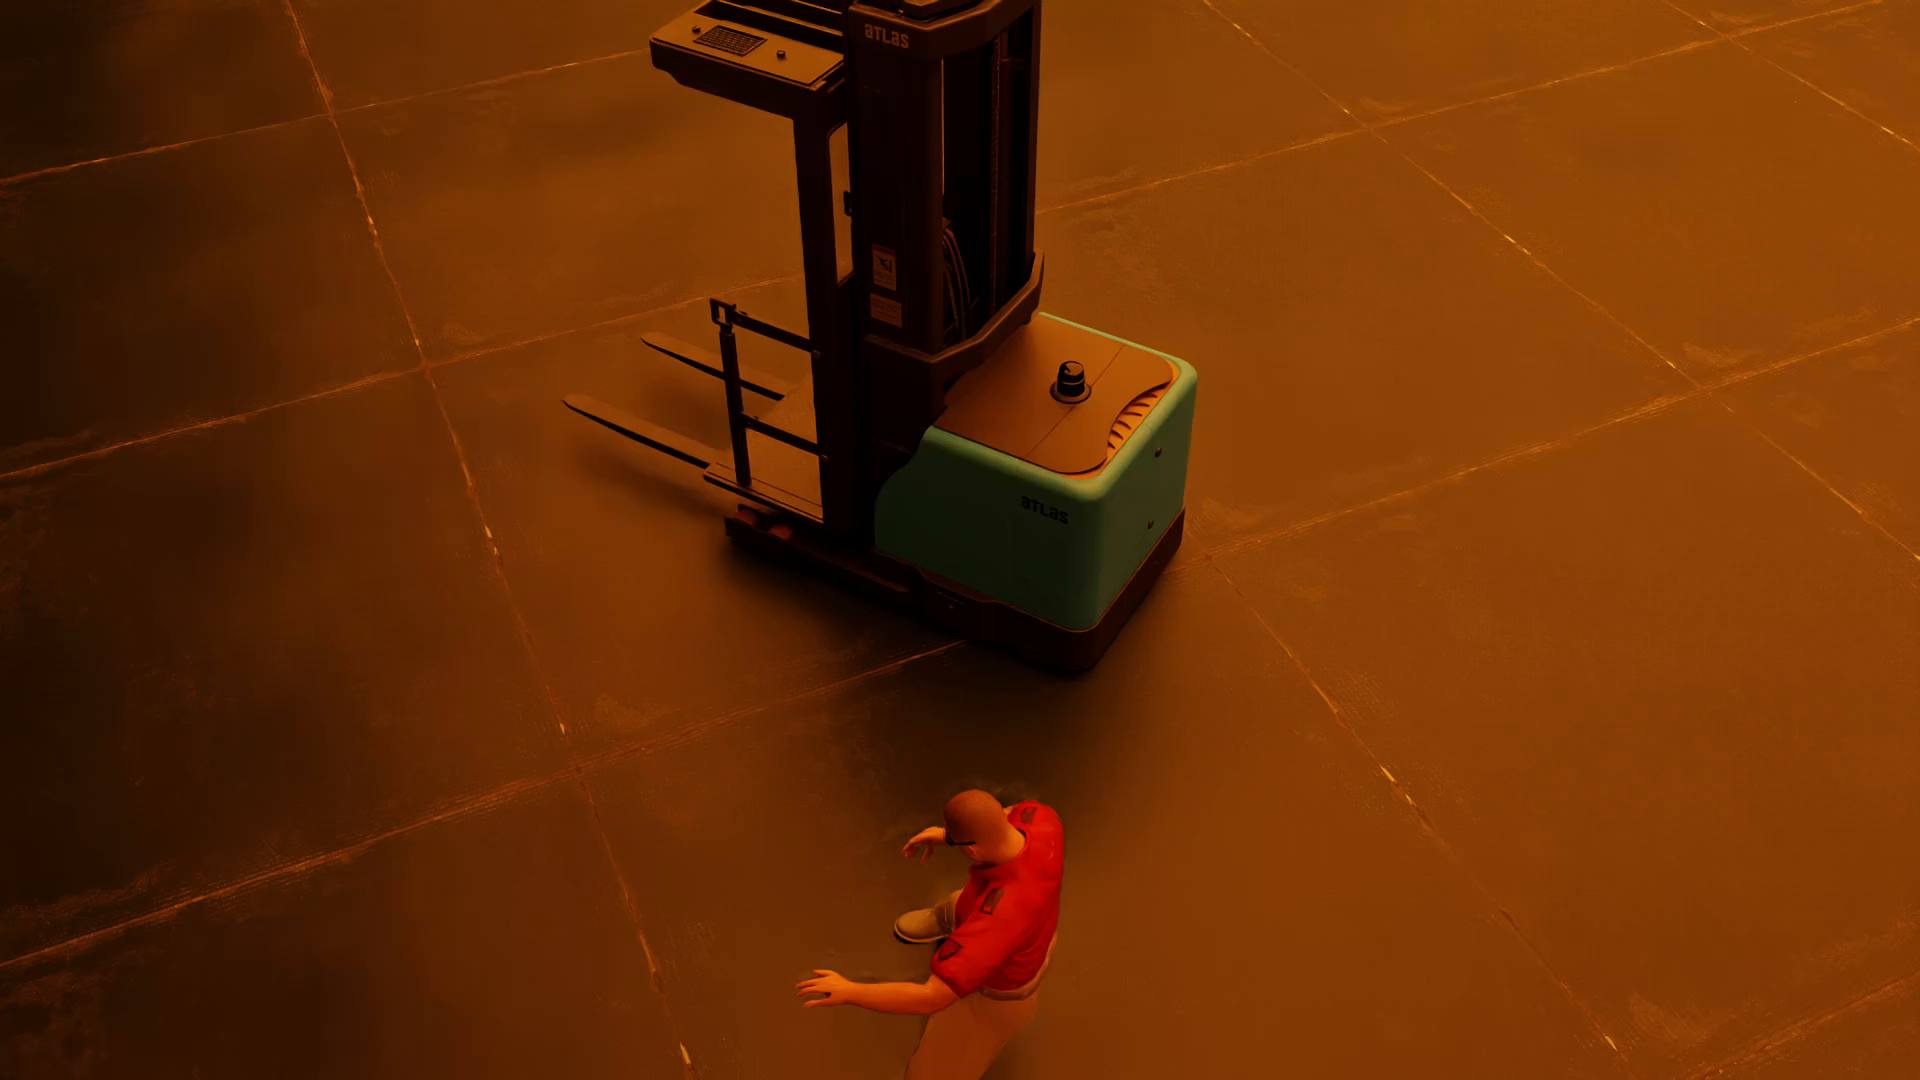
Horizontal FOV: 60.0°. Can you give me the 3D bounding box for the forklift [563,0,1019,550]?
[{"bbox_3d":[-0.569,-1.266,7.084,2.884,2.867,1.101,22,47,22],"label":"forklift"}]
